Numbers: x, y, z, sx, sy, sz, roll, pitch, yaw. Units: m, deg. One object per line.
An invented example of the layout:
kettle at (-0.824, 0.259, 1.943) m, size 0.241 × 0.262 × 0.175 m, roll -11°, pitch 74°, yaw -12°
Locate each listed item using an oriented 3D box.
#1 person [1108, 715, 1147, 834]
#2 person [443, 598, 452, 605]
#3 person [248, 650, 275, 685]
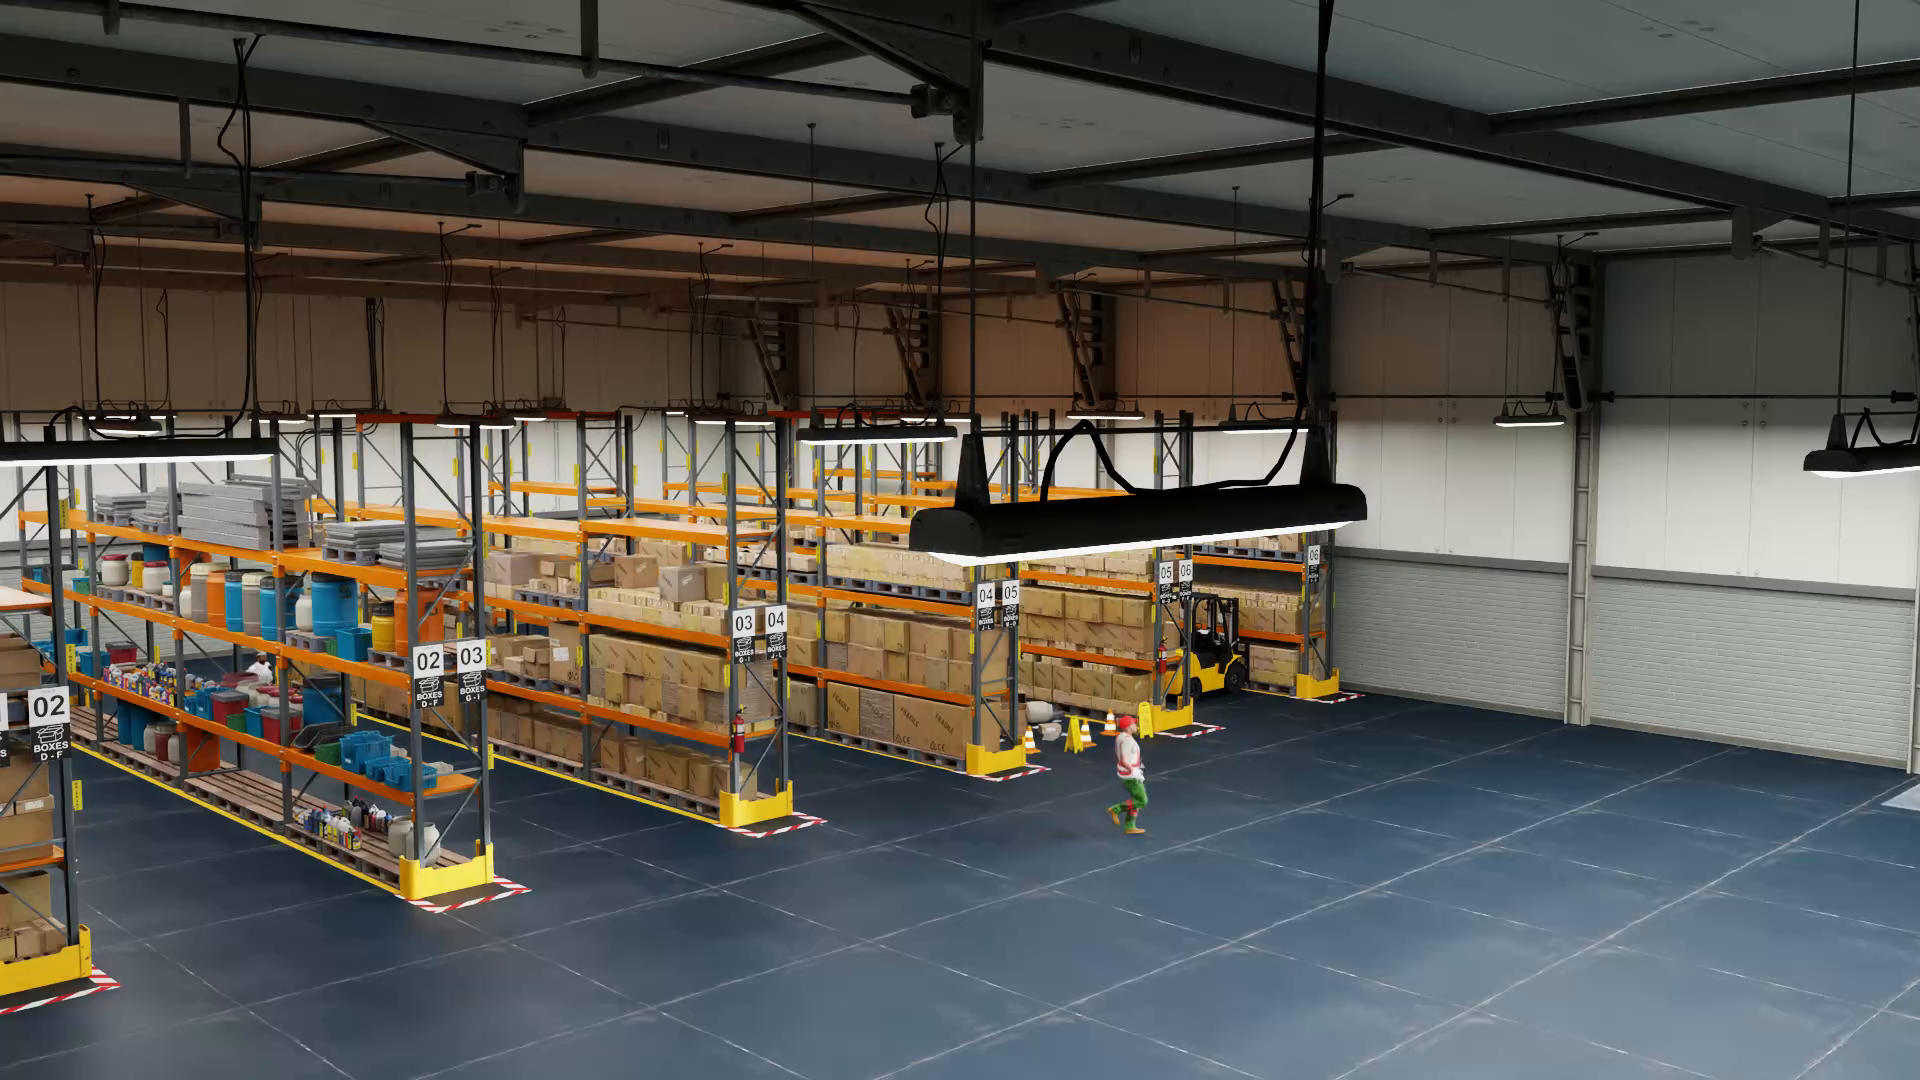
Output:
person at (2.405, 3.387, 24.008) m, size 0.592 × 1.732 × 0.672 m, roll -1°, pitch 5°, yaw -6°
person at (-11.877, 2.162, 38.141) m, size 0.795 × 1.759 × 0.690 m, roll 0°, pitch 5°, yaw -4°
person at (-12.939, 2.829, 30.854) m, size 0.537 × 1.662 × 0.597 m, roll 4°, pitch 6°, yaw 35°
